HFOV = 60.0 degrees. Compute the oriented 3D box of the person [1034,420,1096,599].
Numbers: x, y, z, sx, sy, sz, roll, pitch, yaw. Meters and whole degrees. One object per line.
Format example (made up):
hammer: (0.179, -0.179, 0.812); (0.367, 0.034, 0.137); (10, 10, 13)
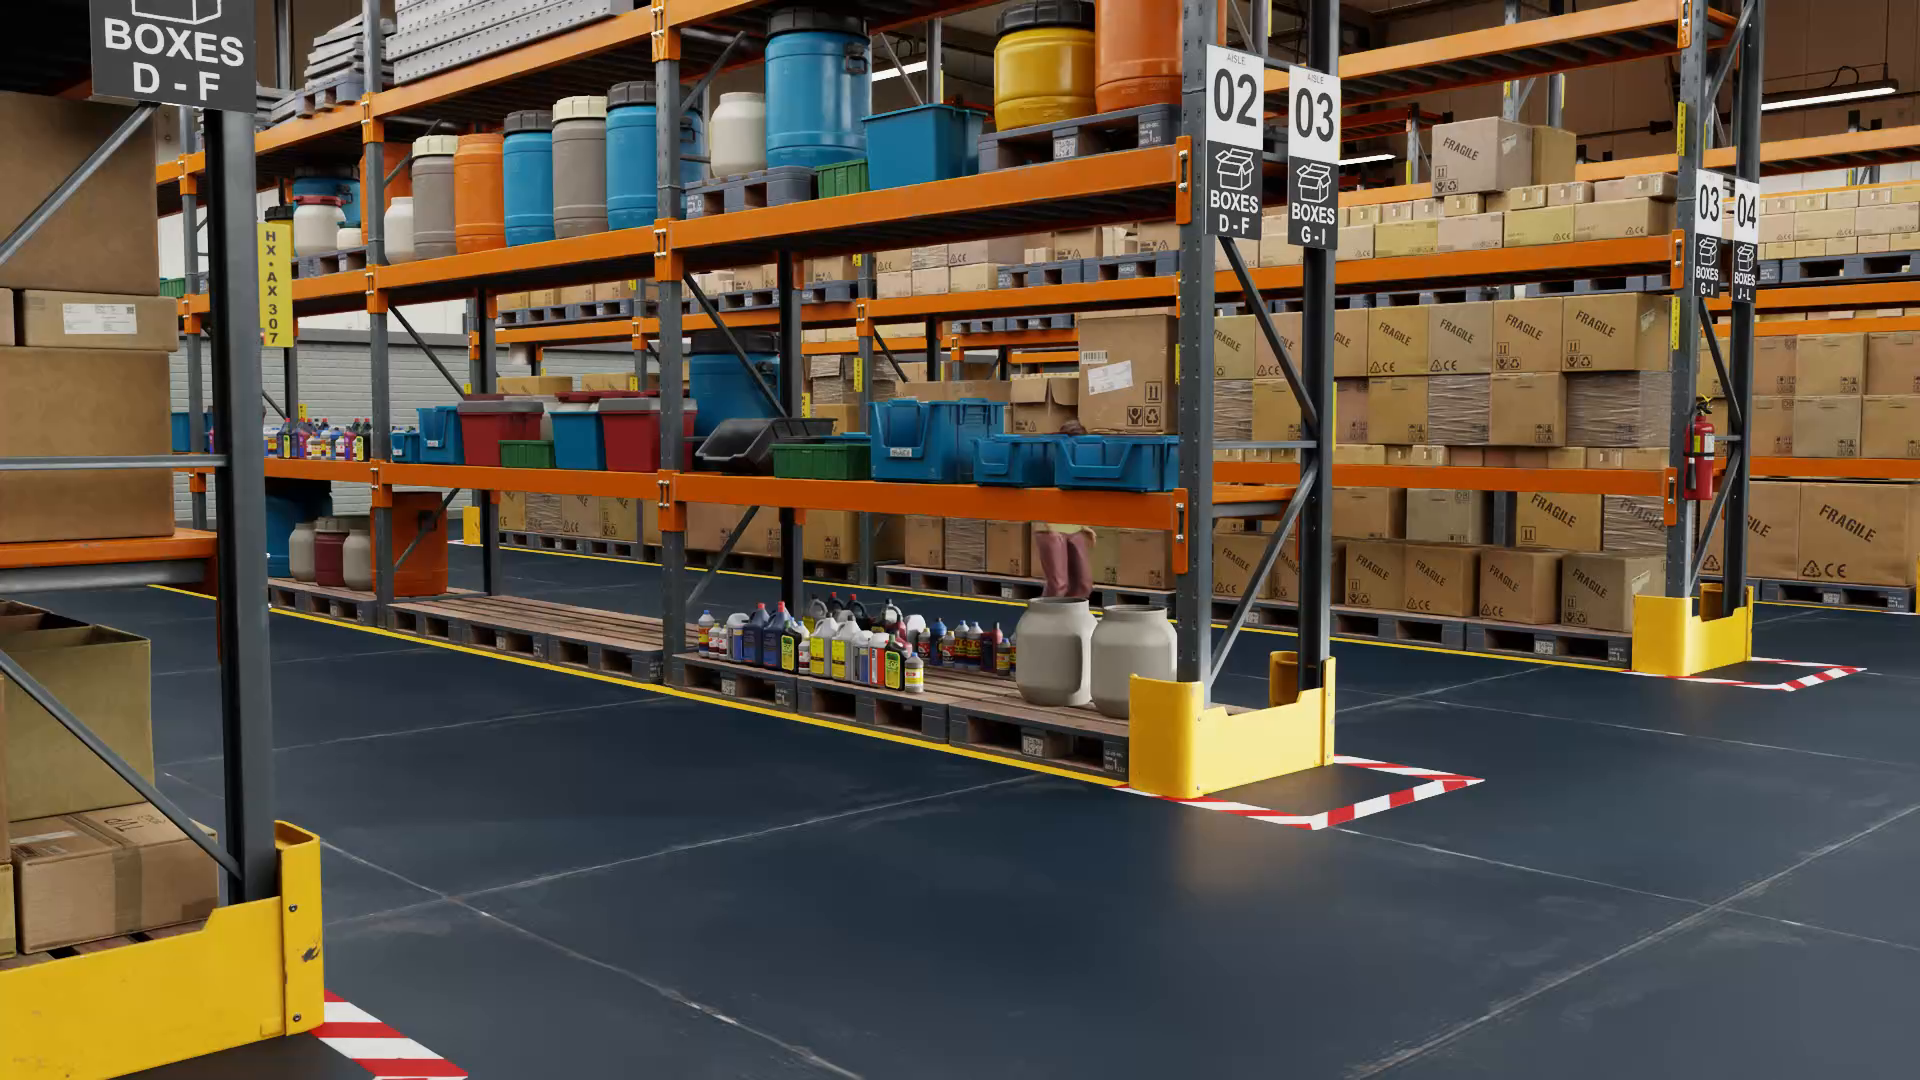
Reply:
person: (0.750, -0.037, 11.879); (0.467, 1.637, 0.370); (-4, 5, -42)
